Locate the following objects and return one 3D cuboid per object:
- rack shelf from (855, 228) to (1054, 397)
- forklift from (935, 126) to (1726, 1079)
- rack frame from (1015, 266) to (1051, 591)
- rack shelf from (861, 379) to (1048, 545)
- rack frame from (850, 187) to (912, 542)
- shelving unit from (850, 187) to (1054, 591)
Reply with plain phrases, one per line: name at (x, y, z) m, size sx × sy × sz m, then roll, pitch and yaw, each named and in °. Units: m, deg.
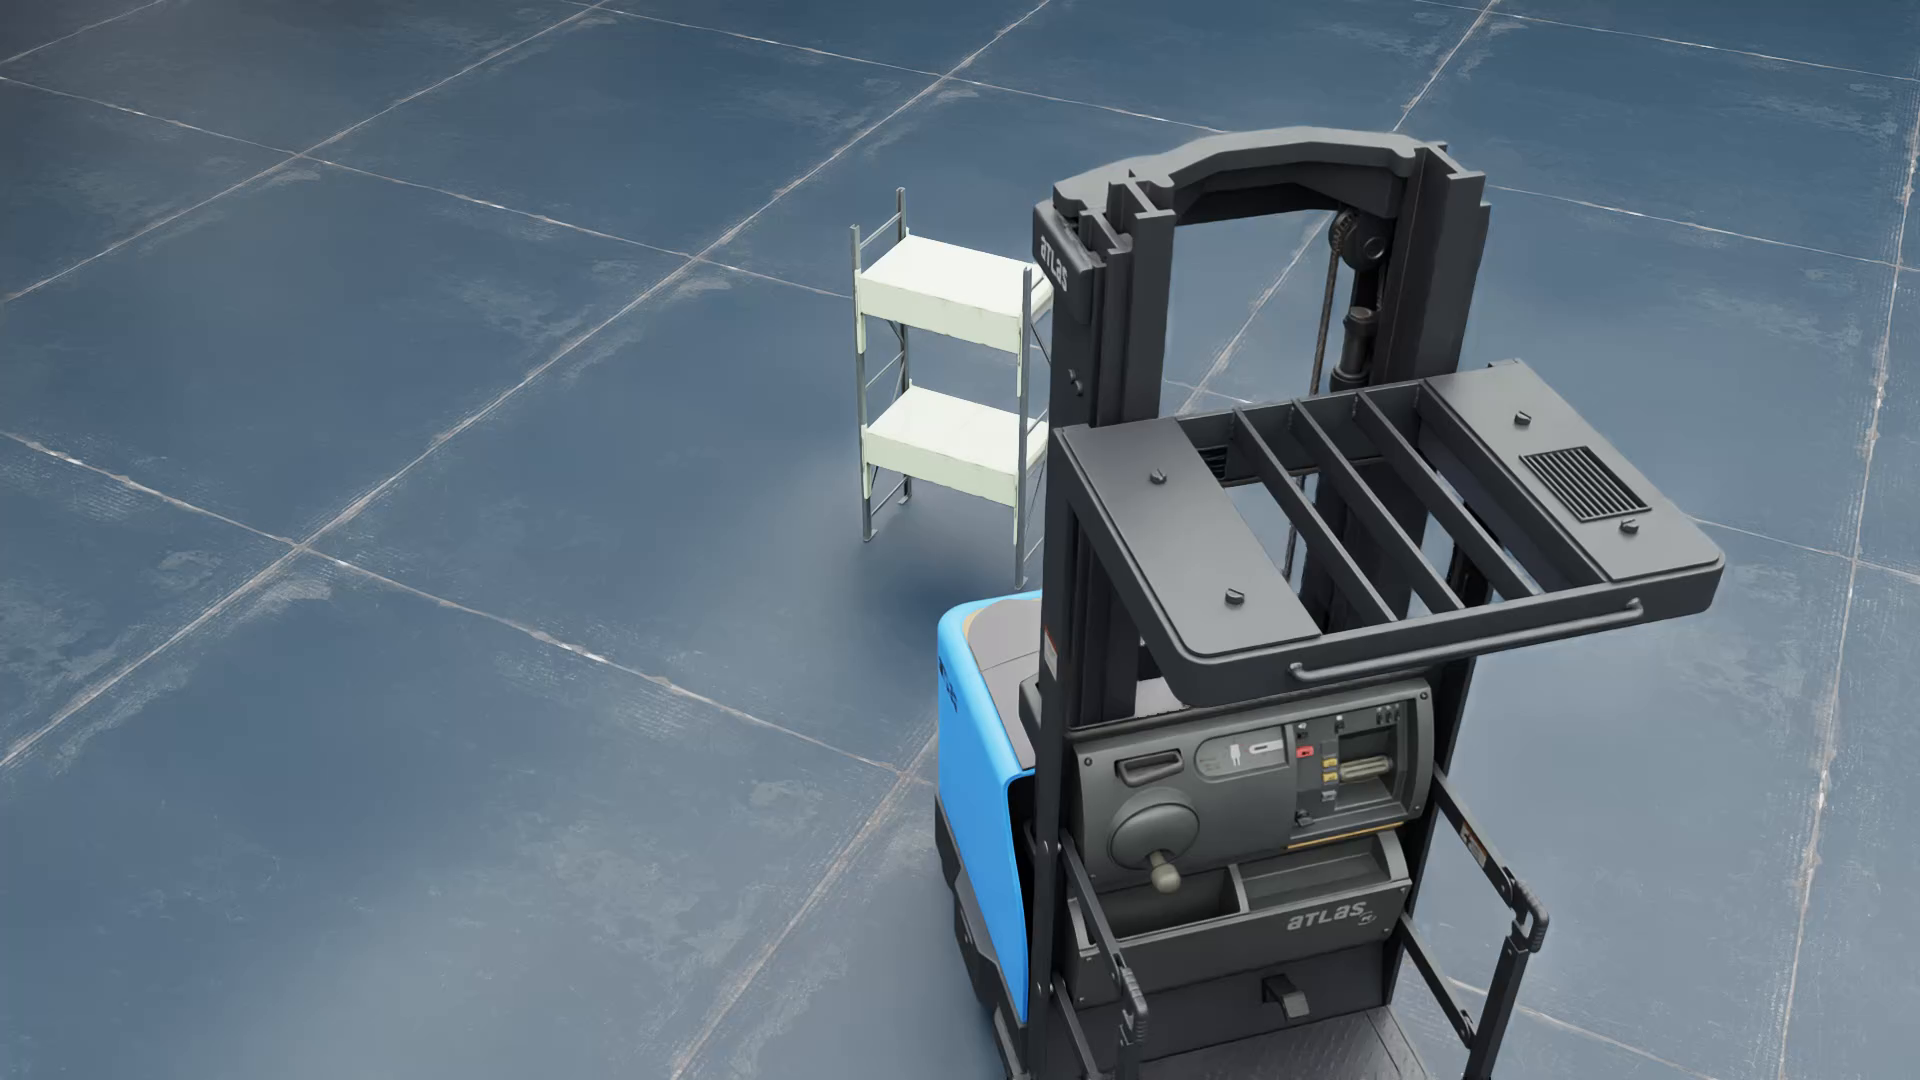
rack shelf at (0.006, -0.906, 6.558) m, size 0.720 × 0.370 × 0.431 m, roll 17°, pitch 41°, yaw 21°
forklift at (0.794, 0.679, 3.931) m, size 1.130 × 2.935 × 3.031 m, roll -9°, pitch 38°, yaw -12°
rack frame at (0.331, -0.494, 6.660) m, size 0.023 × 1.500 × 0.400 m, roll 17°, pitch 41°, yaw 21°
rack shelf at (0.006, -0.336, 6.991) m, size 0.720 × 0.370 × 0.431 m, roll 17°, pitch 41°, yaw 21°
rack frame at (-0.319, -0.697, 6.928) m, size 0.023 × 1.500 × 0.400 m, roll 17°, pitch 41°, yaw 21°
shelving unit at (0.006, -0.596, 6.794) m, size 0.755 × 1.500 × 0.431 m, roll 17°, pitch 41°, yaw 21°
